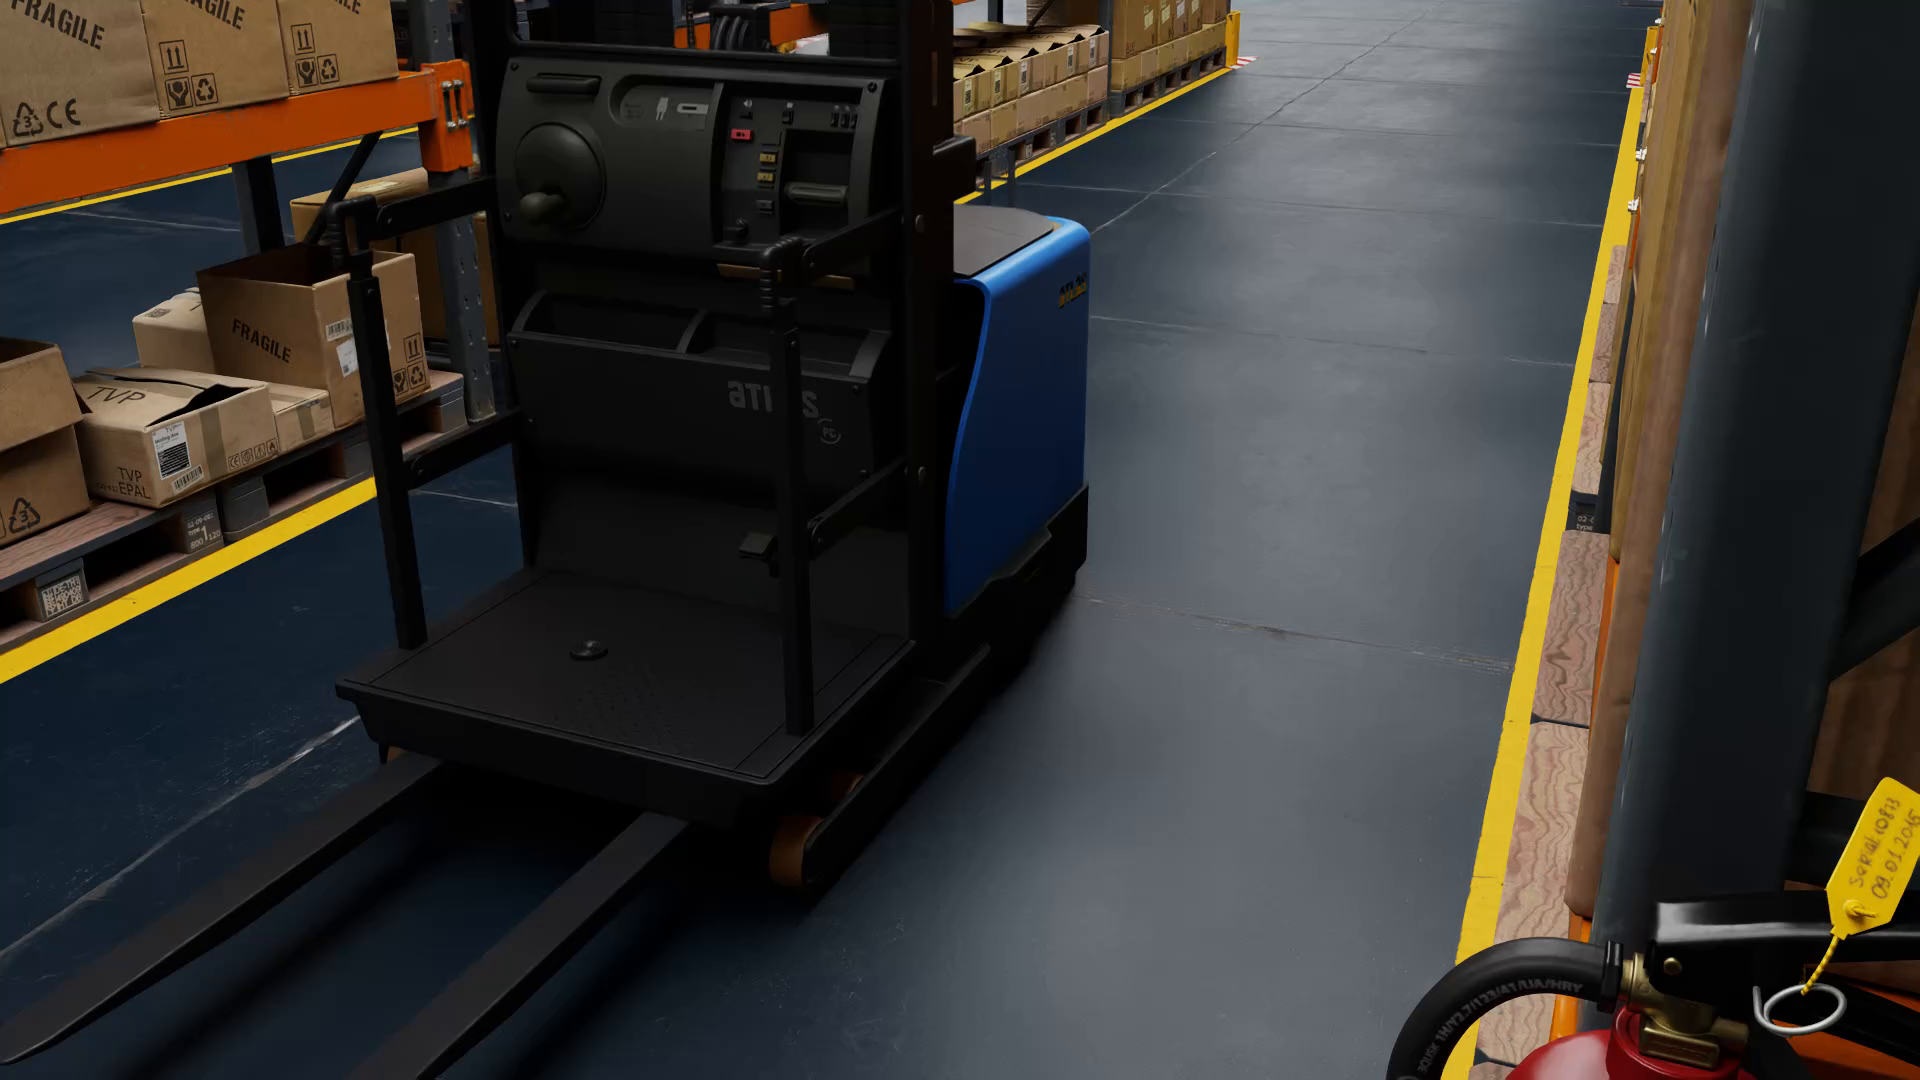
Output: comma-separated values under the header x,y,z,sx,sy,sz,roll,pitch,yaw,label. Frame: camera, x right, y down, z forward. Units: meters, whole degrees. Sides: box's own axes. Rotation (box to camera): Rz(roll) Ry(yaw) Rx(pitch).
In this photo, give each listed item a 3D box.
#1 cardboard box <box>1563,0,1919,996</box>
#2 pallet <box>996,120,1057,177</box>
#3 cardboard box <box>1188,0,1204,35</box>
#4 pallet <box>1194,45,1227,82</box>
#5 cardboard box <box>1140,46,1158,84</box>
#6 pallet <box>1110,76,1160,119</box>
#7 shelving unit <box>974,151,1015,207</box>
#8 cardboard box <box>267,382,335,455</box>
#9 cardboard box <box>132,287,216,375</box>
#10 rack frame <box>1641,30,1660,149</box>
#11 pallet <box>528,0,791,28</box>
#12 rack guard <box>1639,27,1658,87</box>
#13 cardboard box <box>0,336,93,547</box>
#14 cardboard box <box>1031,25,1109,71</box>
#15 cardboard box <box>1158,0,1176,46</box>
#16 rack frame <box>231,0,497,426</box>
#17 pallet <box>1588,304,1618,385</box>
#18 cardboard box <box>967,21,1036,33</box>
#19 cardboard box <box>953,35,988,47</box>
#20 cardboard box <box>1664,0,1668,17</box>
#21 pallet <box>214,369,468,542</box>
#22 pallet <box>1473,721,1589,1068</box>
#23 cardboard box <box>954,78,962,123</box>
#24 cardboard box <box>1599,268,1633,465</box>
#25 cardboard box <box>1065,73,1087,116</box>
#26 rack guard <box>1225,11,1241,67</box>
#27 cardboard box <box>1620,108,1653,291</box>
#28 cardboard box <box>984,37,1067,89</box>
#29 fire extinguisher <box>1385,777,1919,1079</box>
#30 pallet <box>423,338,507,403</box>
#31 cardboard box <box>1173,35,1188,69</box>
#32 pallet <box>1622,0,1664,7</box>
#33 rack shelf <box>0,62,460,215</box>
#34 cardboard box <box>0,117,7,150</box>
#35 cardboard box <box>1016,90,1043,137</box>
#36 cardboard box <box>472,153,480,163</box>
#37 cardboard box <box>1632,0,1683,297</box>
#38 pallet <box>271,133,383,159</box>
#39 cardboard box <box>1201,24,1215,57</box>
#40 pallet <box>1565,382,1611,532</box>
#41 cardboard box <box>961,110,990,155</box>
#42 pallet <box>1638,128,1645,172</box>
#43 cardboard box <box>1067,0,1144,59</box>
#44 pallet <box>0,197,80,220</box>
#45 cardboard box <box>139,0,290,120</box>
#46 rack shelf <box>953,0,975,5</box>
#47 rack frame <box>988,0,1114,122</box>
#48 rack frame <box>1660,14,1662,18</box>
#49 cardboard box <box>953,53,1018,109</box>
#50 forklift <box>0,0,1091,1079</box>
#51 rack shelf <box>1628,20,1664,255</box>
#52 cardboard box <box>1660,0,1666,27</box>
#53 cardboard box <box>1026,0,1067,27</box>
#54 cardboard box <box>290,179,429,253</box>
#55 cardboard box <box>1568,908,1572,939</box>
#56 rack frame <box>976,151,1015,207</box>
x,y,z,sx,sy,sz,roll,pitch,yaw,label
1.029,-0.091,1.186,0.980,0.700,0.700,10,25,22,cardboard box
0.016,-2.776,11.623,1.003,0.211,1.213,9,24,20,pallet
1.911,-4.878,15.087,0.500,0.500,0.500,9,24,20,cardboard box
1.946,-4.635,16.074,1.003,0.211,1.213,9,24,20,pallet
1.350,-3.996,13.948,0.500,0.250,0.500,9,24,20,cardboard box
1.040,-3.762,13.983,1.003,0.211,1.213,9,24,20,pallet
0.014,-0.566,5.049,0.258,1.200,0.189,9,24,21,shelving unit
-2.298,-0.408,5.462,0.380,0.149,0.250,9,24,20,cardboard box
-2.623,-0.751,6.073,0.500,0.311,0.500,9,24,20,cardboard box
5.306,-4.062,11.084,1.000,3.000,0.127,9,24,20,rack frame
-1.498,-2.554,7.721,1.003,0.211,1.213,9,24,20,pallet
6.764,-4.313,14.928,1.175,0.500,0.348,9,24,20,rack guard
-2.959,-0.286,4.710,0.797,0.503,0.637,9,24,20,cardboard box
0.821,-3.768,12.674,0.500,0.311,0.500,9,24,20,cardboard box
1.540,-4.520,14.230,0.500,0.500,0.500,9,24,20,cardboard box
-2.266,-1.908,5.925,1.000,3.000,0.127,9,24,20,rack frame
3.003,-0.638,6.503,1.003,0.211,1.213,9,24,20,pallet
0.321,-3.842,12.851,0.500,0.311,0.500,9,24,20,cardboard box
-0.061,-3.478,11.980,0.500,0.311,0.500,8,24,18,cardboard box
2.828,-2.136,5.929,0.500,0.500,0.500,9,24,22,cardboard box
-2.522,-0.375,5.874,1.003,0.211,1.213,9,24,20,pallet
1.528,0.786,3.094,1.003,0.211,1.213,9,24,20,pallet
-0.313,-2.668,10.041,0.500,0.311,0.500,10,25,22,cardboard box
2.455,-0.653,5.165,0.750,0.750,0.750,9,24,21,cardboard box
0.631,-3.325,12.340,0.500,0.250,0.500,8,24,19,cardboard box
2.200,-5.057,16.708,1.175,0.500,0.348,9,24,20,rack guard
3.094,-1.276,6.657,0.750,0.750,0.750,9,24,20,cardboard box
0.446,-3.403,11.800,0.500,0.311,0.500,9,24,20,cardboard box
0.364,0.427,0.919,0.296,0.674,0.183,9,24,20,fire extinguisher
-1.999,-0.917,7.172,1.003,0.211,1.213,9,24,20,pallet
1.720,-4.354,14.805,0.500,0.250,0.500,9,24,20,cardboard box
3.986,-2.813,8.341,1.213,0.211,1.003,9,24,20,pallet
-3.009,-0.860,4.350,1.077,0.370,4.000,9,24,20,rack shelf
-2.779,-1.187,4.069,0.500,0.500,0.500,9,24,21,cardboard box
0.251,-2.960,11.466,0.500,0.250,0.500,9,24,21,cardboard box
-1.971,-1.530,7.693,0.500,0.500,0.500,9,24,21,cardboard box
1.581,-0.624,2.463,0.980,0.700,0.700,8,24,17,cardboard box
-5.054,-3.034,12.241,1.003,0.211,1.213,9,24,20,pallet
2.092,-4.712,15.661,0.500,0.250,0.500,9,24,20,cardboard box
2.551,-0.200,5.455,1.003,0.211,1.213,9,24,20,pallet
-0.127,-2.589,10.580,0.500,0.250,0.500,8,24,19,cardboard box
5.018,-2.497,10.954,1.003,0.211,1.213,9,24,20,pallet
1.168,-4.163,13.373,0.500,0.500,0.500,9,24,20,cardboard box
-6.087,-2.040,9.859,1.003,0.211,1.213,9,24,20,pallet
-2.404,-1.553,4.947,0.500,0.500,0.500,9,24,22,cardboard box
-0.037,-3.723,11.204,1.077,0.370,4.000,9,24,20,rack shelf
0.705,-4.770,12.779,1.000,3.000,0.127,9,24,20,rack frame
6.792,-5.494,14.511,1.000,3.000,0.127,9,24,20,rack frame
0.066,-3.039,10.930,0.500,0.311,0.500,8,24,19,cardboard box
-0.674,-0.801,3.366,1.130,2.935,3.031,9,24,21,forklift
3.077,-1.583,6.082,1.077,0.370,4.000,9,24,20,rack shelf
3.204,-2.268,7.088,0.380,0.149,0.250,10,25,22,cardboard box
0.871,-4.416,13.980,0.500,0.500,0.500,9,24,20,cardboard box
-2.349,-1.175,6.843,0.500,0.500,0.500,9,24,20,cardboard box
1.388,0.567,2.698,0.700,0.500,0.500,8,24,18,cardboard box
0.050,-0.598,5.126,0.240,1.200,0.006,9,24,21,rack frame
